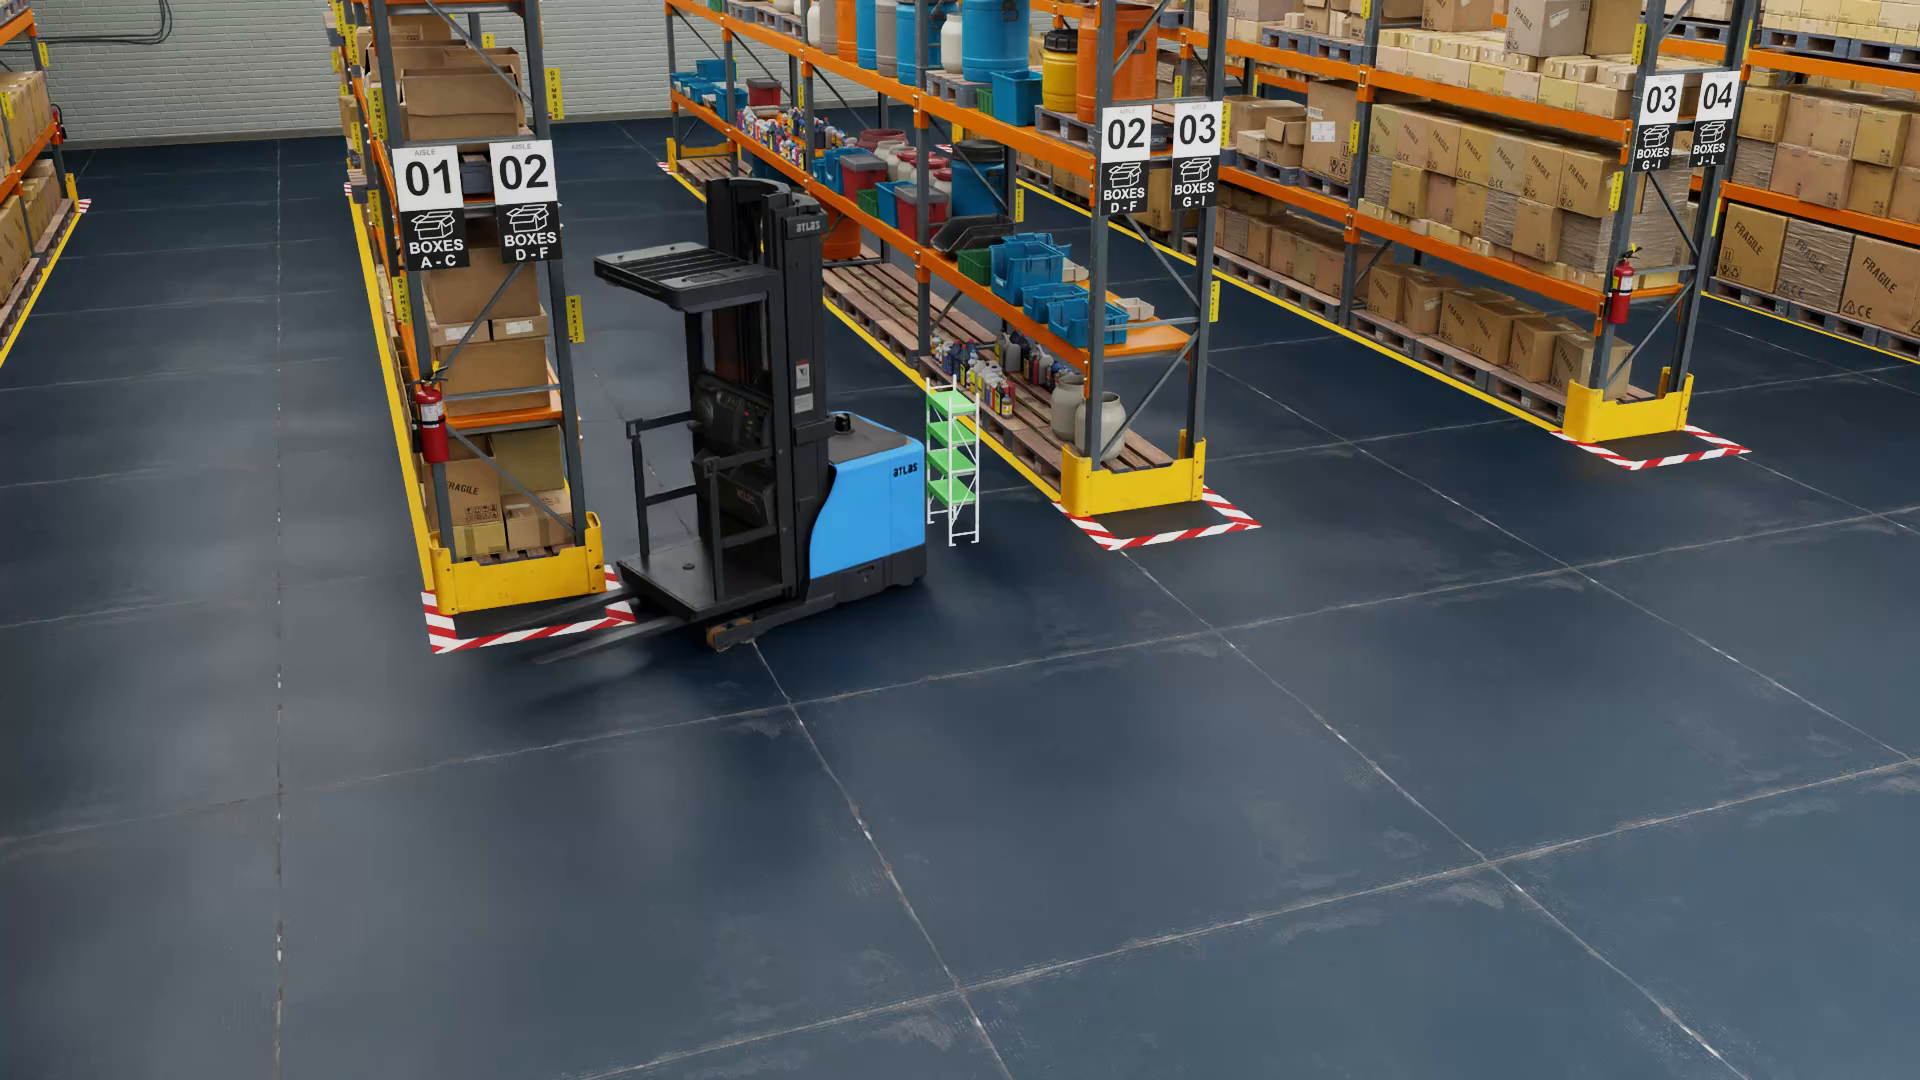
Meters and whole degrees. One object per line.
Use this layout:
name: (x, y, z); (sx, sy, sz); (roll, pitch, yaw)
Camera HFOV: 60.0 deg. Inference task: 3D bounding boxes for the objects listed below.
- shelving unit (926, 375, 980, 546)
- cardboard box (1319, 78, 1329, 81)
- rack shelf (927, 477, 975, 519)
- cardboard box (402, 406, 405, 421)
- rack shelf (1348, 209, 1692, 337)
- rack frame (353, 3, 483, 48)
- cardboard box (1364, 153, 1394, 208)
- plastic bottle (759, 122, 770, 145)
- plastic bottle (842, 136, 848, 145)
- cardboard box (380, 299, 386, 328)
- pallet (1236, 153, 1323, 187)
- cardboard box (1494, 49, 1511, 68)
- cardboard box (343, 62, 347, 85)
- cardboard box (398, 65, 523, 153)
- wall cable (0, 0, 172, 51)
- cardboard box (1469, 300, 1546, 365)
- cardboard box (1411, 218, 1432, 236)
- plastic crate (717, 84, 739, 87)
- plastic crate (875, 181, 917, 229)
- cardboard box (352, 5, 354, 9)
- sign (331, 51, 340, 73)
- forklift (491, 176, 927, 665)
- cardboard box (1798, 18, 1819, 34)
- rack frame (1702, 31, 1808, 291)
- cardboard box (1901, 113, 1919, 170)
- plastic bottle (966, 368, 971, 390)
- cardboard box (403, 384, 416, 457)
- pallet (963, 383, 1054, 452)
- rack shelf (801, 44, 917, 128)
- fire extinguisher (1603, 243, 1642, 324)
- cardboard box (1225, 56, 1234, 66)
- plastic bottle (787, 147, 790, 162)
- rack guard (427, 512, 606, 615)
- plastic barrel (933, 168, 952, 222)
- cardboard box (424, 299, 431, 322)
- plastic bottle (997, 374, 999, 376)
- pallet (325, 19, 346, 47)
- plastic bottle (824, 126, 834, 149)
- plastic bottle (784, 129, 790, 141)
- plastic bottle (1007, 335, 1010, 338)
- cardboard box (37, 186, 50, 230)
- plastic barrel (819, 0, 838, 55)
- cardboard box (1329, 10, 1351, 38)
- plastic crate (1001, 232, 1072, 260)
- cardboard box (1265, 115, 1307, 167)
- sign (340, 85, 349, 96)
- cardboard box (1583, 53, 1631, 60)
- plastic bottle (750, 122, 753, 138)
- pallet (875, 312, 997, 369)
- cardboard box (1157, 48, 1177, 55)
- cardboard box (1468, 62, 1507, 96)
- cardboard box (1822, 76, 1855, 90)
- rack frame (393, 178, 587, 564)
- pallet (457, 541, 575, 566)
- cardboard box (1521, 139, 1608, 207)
shelving unit: (-0.058, -0.613, 12.783); (0.258, 1.200, 0.503); (-8, 24, -19)
cardboard box: (6.037, -7.397, 26.885); (0.380, 0.149, 0.250); (-9, 24, -20)
rack shelf: (-0.058, -0.333, 12.901); (0.258, 0.148, 0.480); (-8, 24, -19)
cardboard box: (-4.689, -1.171, 14.788); (0.500, 0.250, 0.500); (-8, 24, -19)
rack shelf: (5.406, -2.754, 16.471); (1.077, 0.370, 4.000); (-8, 24, -19)
rack frame: (-4.569, -5.219, 13.669); (1.000, 3.000, 0.127); (-8, 24, -19)
cardboard box: (4.801, -3.823, 17.571); (0.875, 0.500, 0.500); (-8, 24, -19)
plastic bottle: (-2.544, -5.341, 21.843); (0.152, 0.276, 0.135); (-8, 24, -19)
plastic bottle: (-1.433, -4.934, 20.883); (0.097, 0.271, 0.097); (0, 23, 0)
cardboard box: (-5.894, -2.421, 17.755); (0.500, 0.250, 0.500); (-9, 24, -20)
pallet: (4.024, -4.463, 19.848); (1.003, 0.211, 1.213); (-8, 24, -19)
cardboard box: (5.217, -4.493, 15.490); (0.380, 0.149, 0.250); (-10, 25, -22)
cardboard box: (-7.816, -6.016, 21.869); (0.500, 0.500, 0.500); (-8, 24, -19)
cardboard box: (-3.355, -2.898, 11.171); (0.797, 0.503, 0.637); (-7, 24, -15)
wall cable: (-15.105, -9.571, 27.994); (3.097, 2.526, 0.112); (-8, 24, -19)
cardboard box: (5.461, -2.072, 16.605); (0.500, 0.500, 0.500); (-6, 24, -14)
cardboard box: (4.832, -3.211, 16.954); (0.380, 0.149, 0.250); (-8, 24, -19)
plastic crate: (-3.627, -7.020, 25.929); (0.396, 0.136, 0.243); (-8, 24, -19)
plastic crate: (-0.615, -3.483, 17.296); (0.392, 0.384, 0.575); (-8, 24, -19)
cardboard box: (-6.348, -5.675, 18.485); (0.910, 0.500, 0.500); (-8, 24, -19)
sign: (-9.316, -7.139, 24.834); (0.100, 0.325, 0.005); (-8, 24, -19)
forklift: (-1.700, -0.836, 11.083); (3.031, 2.935, 1.130); (-18, 29, -36)
cardboard box: (9.366, -5.598, 18.086); (0.380, 0.149, 0.250); (-8, 24, -19)
rack frame: (9.376, -4.456, 19.583); (1.000, 3.000, 0.127); (-8, 24, -19)
cardboard box: (10.342, -4.119, 17.200); (0.875, 0.550, 0.550); (-8, 24, -19)
plastic bottle: (0.108, -1.521, 15.656); (0.097, 0.201, 0.097); (0, 23, 0)
cardboard box: (-4.166, -0.970, 13.347); (0.500, 0.500, 0.500); (-8, 24, -19)
pallet: (0.699, -1.154, 15.339); (1.003, 0.211, 1.213); (-8, 24, -19)
rack shelf: (-0.640, -4.910, 17.725); (1.077, 0.370, 4.000); (-8, 24, -19)
fire extinguisher: (5.722, -2.218, 14.374); (0.296, 0.674, 0.183); (-8, 24, -19)
cardboard box: (4.944, -8.538, 29.591); (0.380, 0.149, 0.250); (-9, 24, -19)
plastic bottle: (-2.097, -4.817, 20.696); (0.097, 0.201, 0.097); (0, 23, 0)
rack guard: (-3.148, 0.160, 11.851); (1.175, 0.500, 0.348); (-8, 24, -19)
plastic barrel: (-0.067, -3.573, 17.313); (0.433, 0.535, 0.433); (0, 23, 0)
cardboard box: (-3.654, -1.646, 11.954); (0.380, 0.149, 0.250); (-9, 24, -20)
plastic bottle: (0.343, -1.437, 15.458); (0.097, 0.201, 0.097); (0, 23, 0)
pallet: (-6.861, -6.034, 19.707); (1.213, 0.211, 1.003); (-8, 24, -19)
plastic bottle: (-1.687, -5.234, 21.590); (0.152, 0.276, 0.135); (-8, 24, -19)
plastic bottle: (-2.223, -5.123, 21.316); (0.061, 0.283, 0.133); (-8, 24, -19)
plastic bottle: (0.486, -1.957, 16.690); (0.097, 0.201, 0.097); (0, 23, 0)
cardboard box: (-12.550, -4.377, 22.074); (0.700, 0.500, 0.500); (-8, 24, -18)
plastic barrel: (-1.260, -5.871, 18.433); (0.600, 0.901, 0.600); (0, 23, 0)
cardboard box: (4.274, -5.654, 18.196); (0.396, 0.266, 0.258); (-7, 24, -17)
plastic crate: (0.711, -2.699, 15.607); (0.499, 0.251, 0.616); (-8, 24, -19)
cardboard box: (4.001, -4.670, 19.419); (0.797, 0.503, 0.637); (-6, 24, -14)
sign: (-7.900, -5.683, 21.380); (0.100, 0.325, 0.005); (-8, 24, -19)
cardboard box: (5.915, -4.367, 15.191); (0.380, 0.149, 0.250); (-8, 24, -19)
plastic bottle: (-2.774, -5.513, 22.347); (0.097, 0.201, 0.097); (0, 23, 0)
pallet: (-0.248, -2.128, 17.649); (1.003, 0.211, 1.213); (-8, 24, -19)
cardboard box: (2.573, -6.522, 23.064); (0.797, 0.503, 0.637); (-8, 24, -17)
cardboard box: (5.170, -4.362, 15.693); (0.500, 0.250, 0.500); (-9, 24, -20)
cardboard box: (12.691, -6.618, 23.661); (0.500, 0.500, 0.500); (-7, 24, -16)
rack frame: (-3.156, -1.001, 11.386); (1.000, 3.000, 0.127); (-8, 24, -19)
pallet: (-3.465, 0.012, 12.573); (1.003, 0.211, 1.213); (-8, 24, -19)
cardboard box: (5.505, -3.349, 15.159); (0.500, 0.500, 0.500); (-8, 24, -19)
